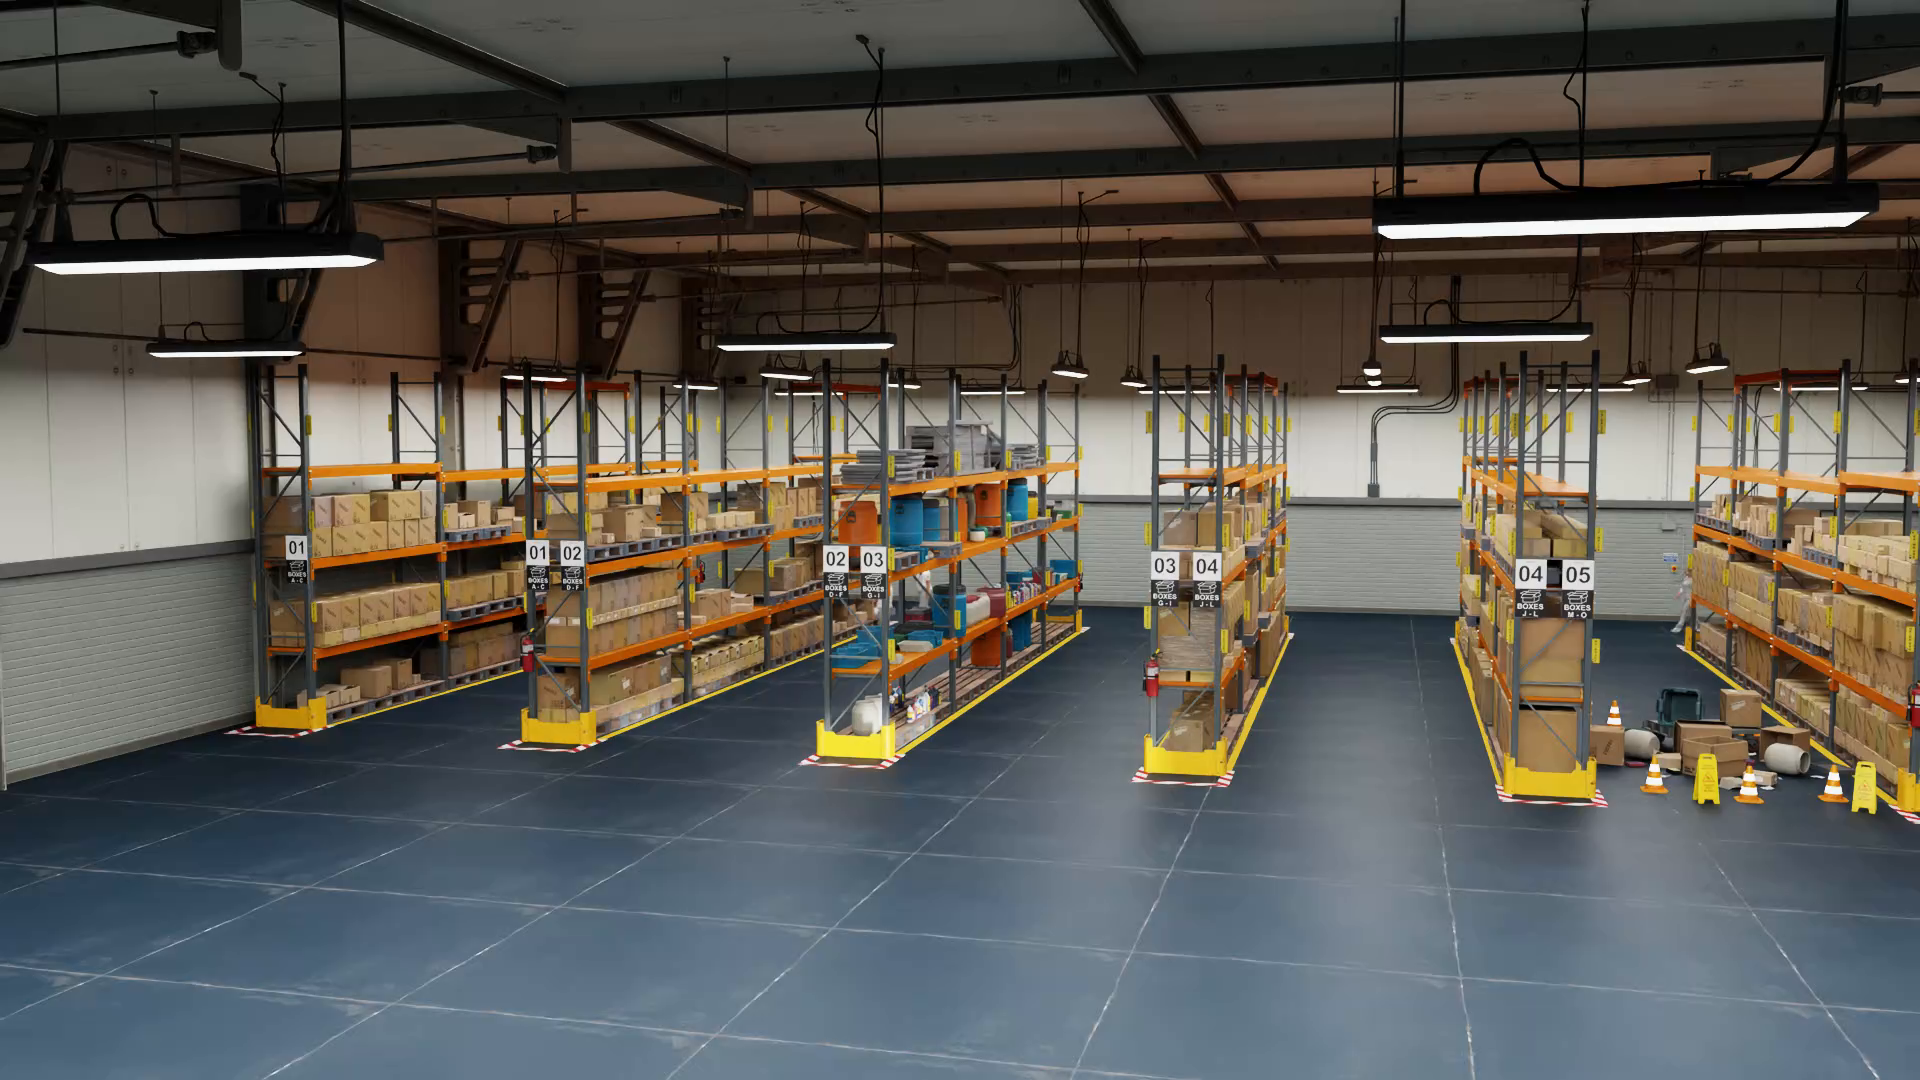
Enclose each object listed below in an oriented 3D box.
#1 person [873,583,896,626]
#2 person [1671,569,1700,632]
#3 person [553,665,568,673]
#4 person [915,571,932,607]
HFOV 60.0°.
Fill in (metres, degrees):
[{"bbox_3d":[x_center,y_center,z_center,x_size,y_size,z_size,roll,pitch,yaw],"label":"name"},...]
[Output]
[{"bbox_3d":[-1.620,1.543,37.257,0.556,1.789,0.595,2,5,30],"label":"person"},{"bbox_3d":[17.489,1.428,40.082,0.867,1.560,0.400,0,4,-6],"label":"person"},{"bbox_3d":[-7.189,2.150,29.909,0.352,1.588,0.466,2,4,27],"label":"person"},{"bbox_3d":[-0.976,1.309,41.694,0.524,1.676,0.536,-1,4,-19],"label":"person"}]
